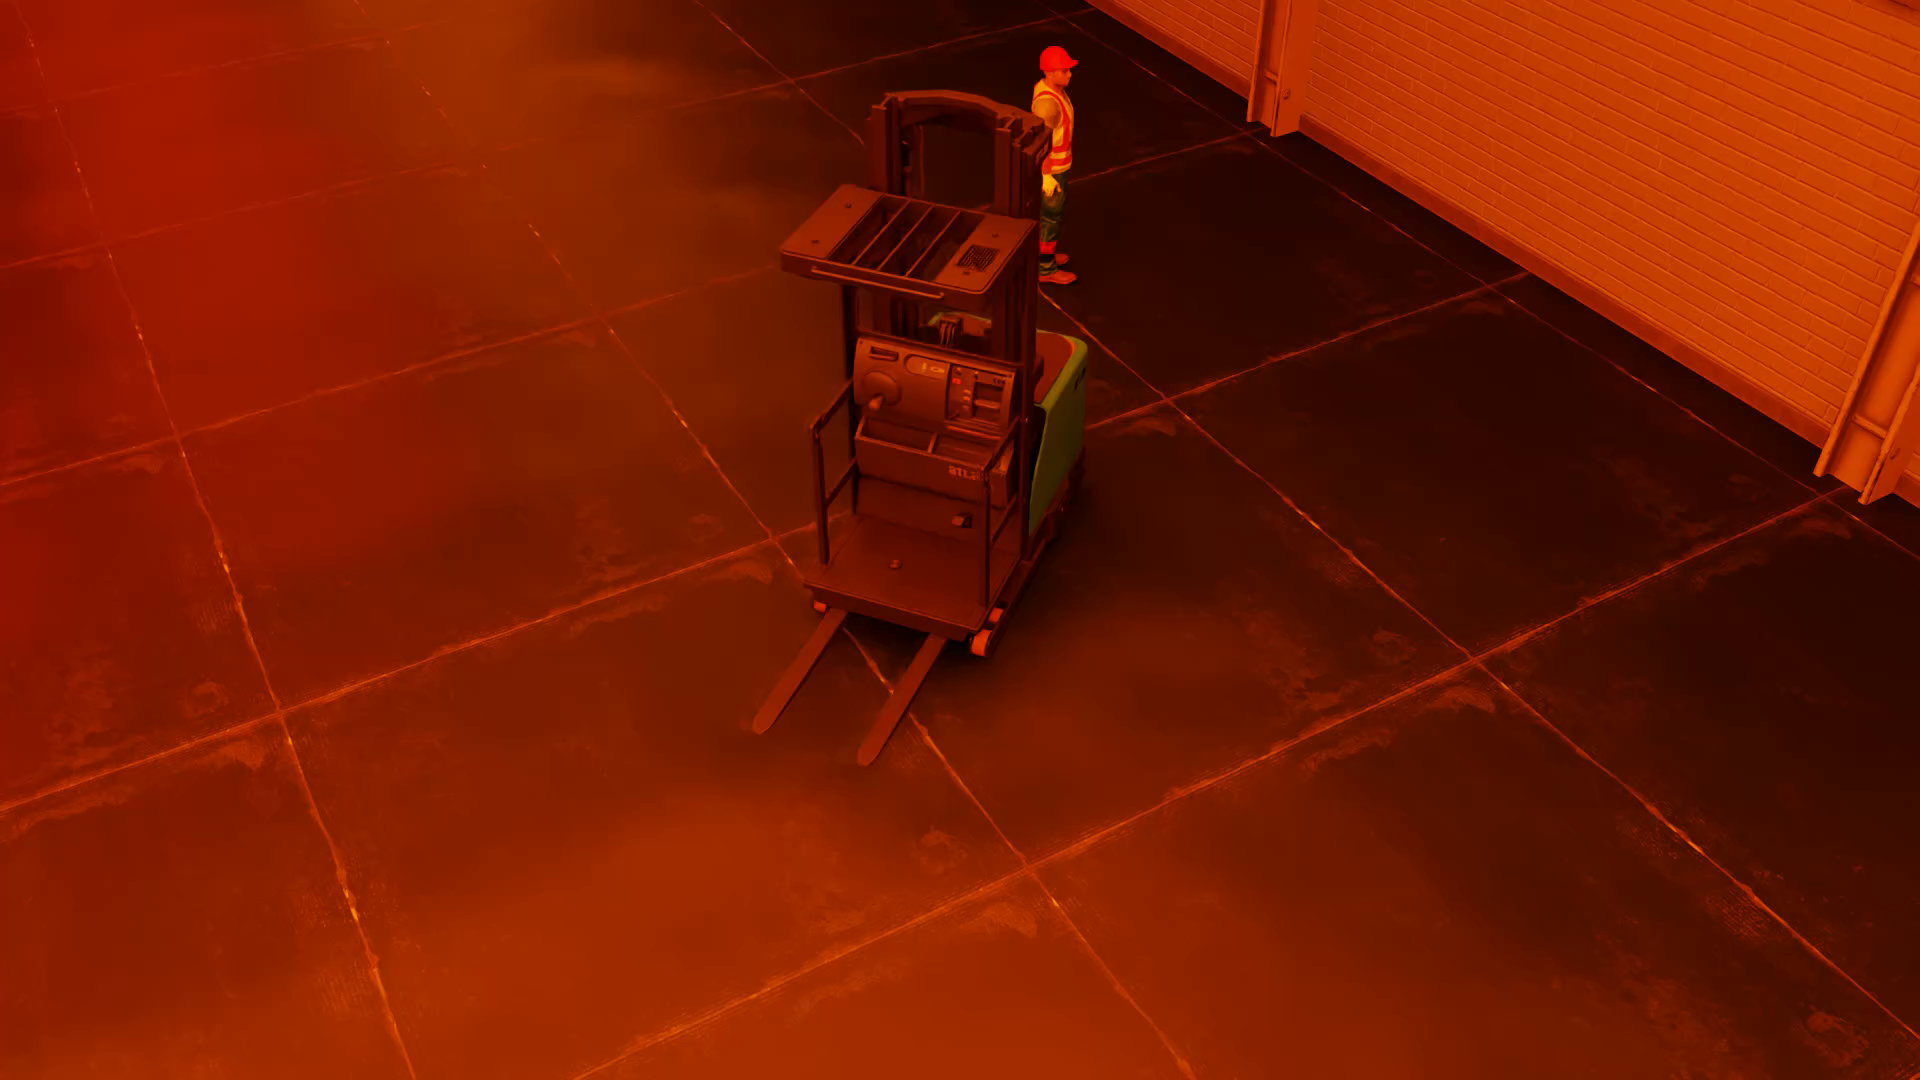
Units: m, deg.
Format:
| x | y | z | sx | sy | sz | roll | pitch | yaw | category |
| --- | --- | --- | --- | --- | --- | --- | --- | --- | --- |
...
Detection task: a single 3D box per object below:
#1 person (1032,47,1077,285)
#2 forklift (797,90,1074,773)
| x | y | z | sx | sy | sz | roll | pitch | yaw | category |
| --- | --- | --- | --- | --- | --- | --- | --- | --- | --- |
| 0.700 | -2.770 | 12.272 | 0.370 | 1.795 | 0.595 | 1 | 40 | 2 | person |
| -0.147 | -0.749 | 8.939 | 1.130 | 2.935 | 3.031 | 9 | 41 | 11 | forklift |
